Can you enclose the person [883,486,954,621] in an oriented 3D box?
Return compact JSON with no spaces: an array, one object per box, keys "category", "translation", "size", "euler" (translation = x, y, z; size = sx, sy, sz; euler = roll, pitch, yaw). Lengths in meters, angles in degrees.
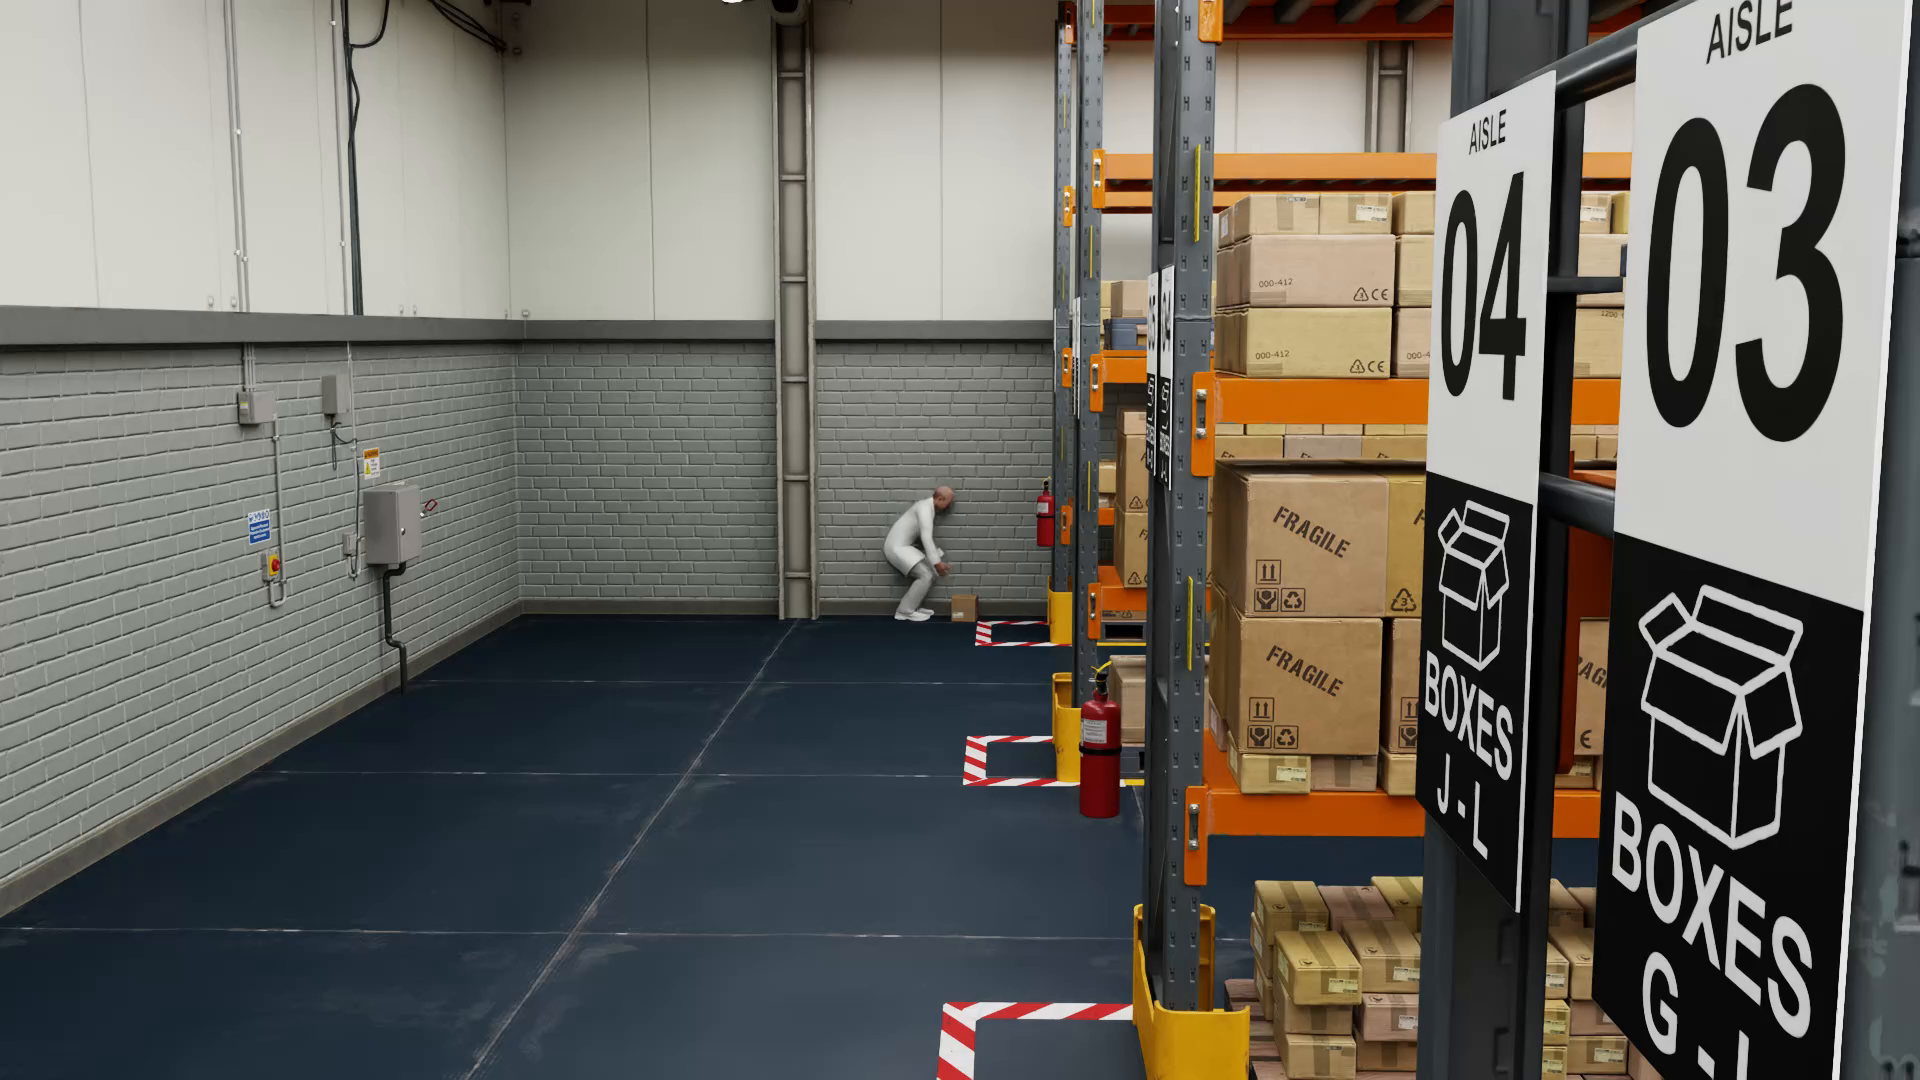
[{"category":"person","translation":[-0.427,0.127,17.380],"size":[0.737,1.393,0.631],"euler":[1,7,8]}]
